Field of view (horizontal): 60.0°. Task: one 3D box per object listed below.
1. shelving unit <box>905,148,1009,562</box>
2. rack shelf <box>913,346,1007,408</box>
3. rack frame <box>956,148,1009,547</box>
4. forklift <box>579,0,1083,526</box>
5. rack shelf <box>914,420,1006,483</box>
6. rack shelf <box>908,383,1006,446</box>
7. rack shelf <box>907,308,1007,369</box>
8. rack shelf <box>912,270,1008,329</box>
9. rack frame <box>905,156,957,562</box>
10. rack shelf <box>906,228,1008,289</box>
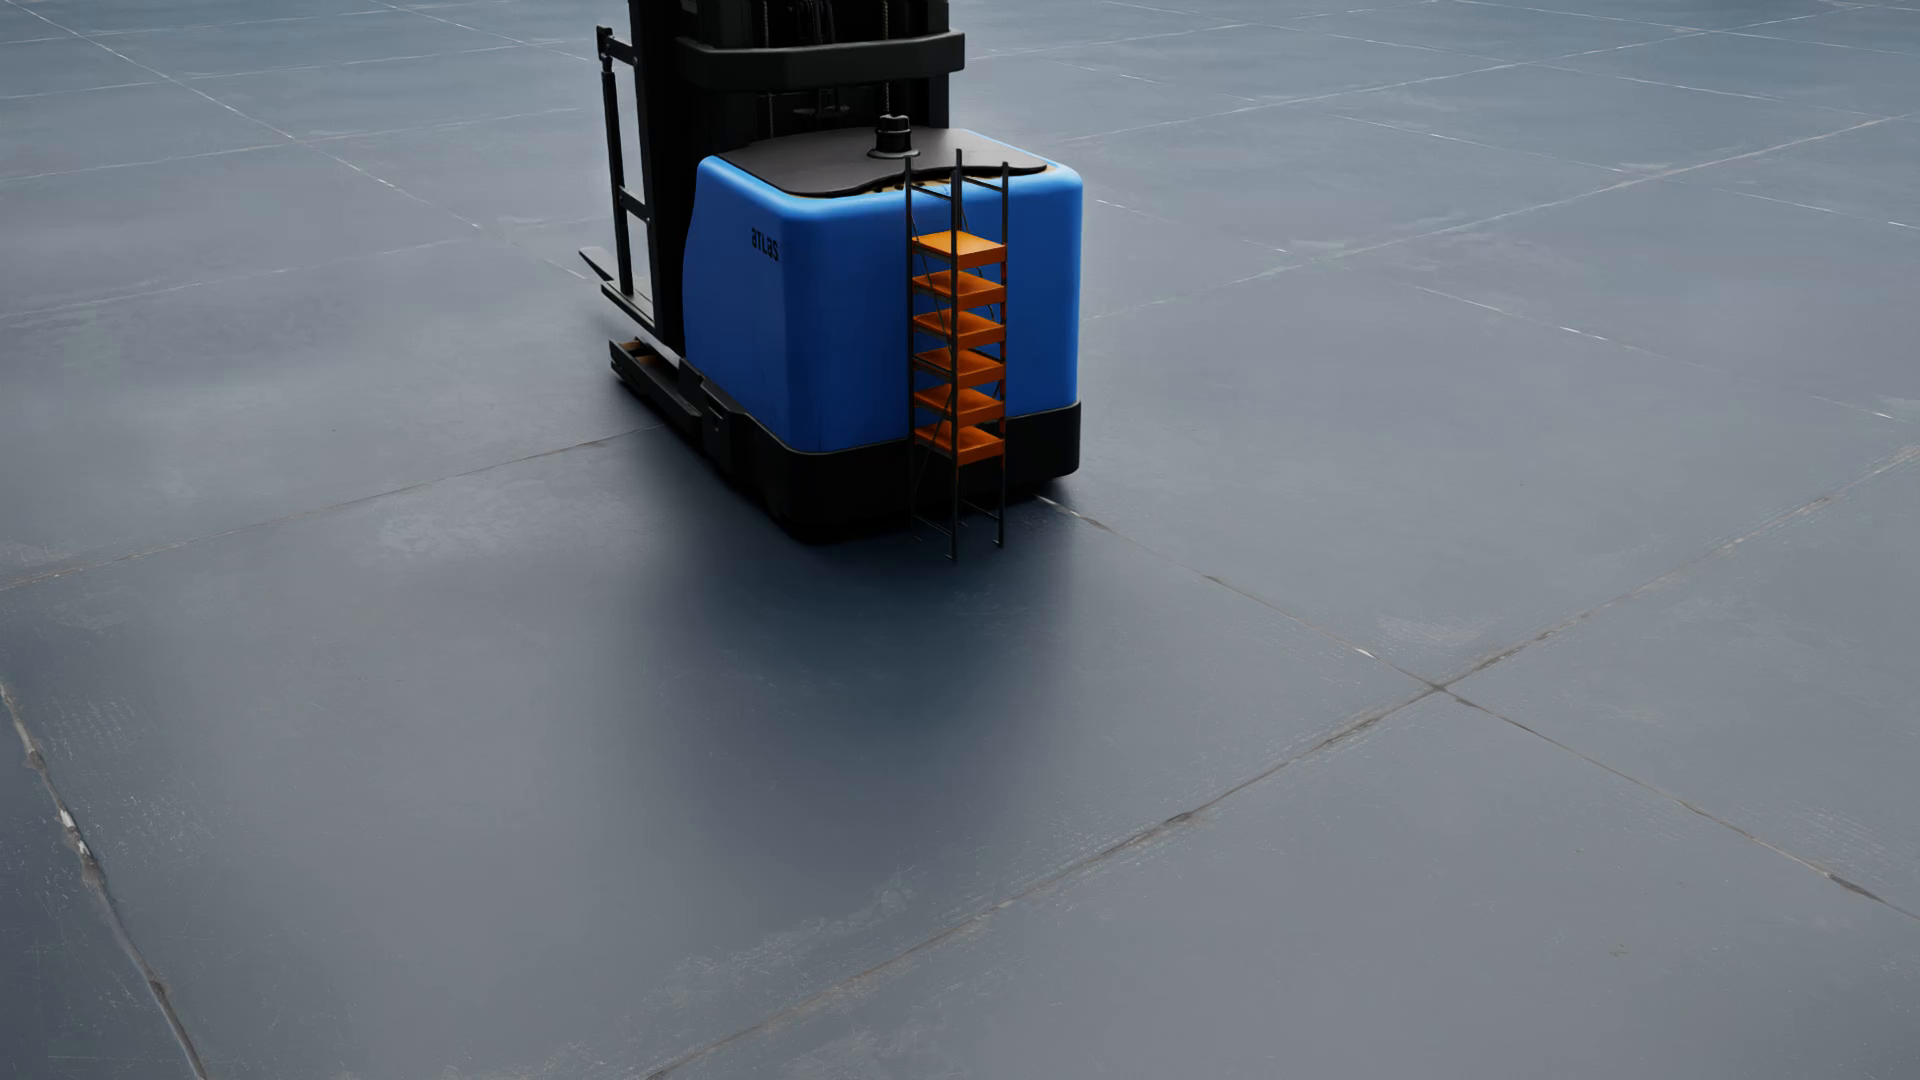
[{"bbox_3d":[-0.010,-0.539,4.986,0.189,1.200,0.258,-17,30,-33],"label":"shelving unit"},{"bbox_3d":[-0.010,-0.499,5.005,0.180,0.103,0.258,-17,30,-33],"label":"rack shelf"},{"bbox_3d":[0.063,-0.562,5.036,0.006,1.200,0.240,-17,30,-33],"label":"rack frame"},{"bbox_3d":[-0.731,-1.959,5.989,1.130,2.935,3.031,-13,28,-25],"label":"forklift"},{"bbox_3d":[-0.010,-0.281,5.105,0.180,0.103,0.258,-17,30,-33],"label":"rack shelf"},{"bbox_3d":[-0.010,-0.390,5.055,0.180,0.103,0.258,-17,30,-33],"label":"rack shelf"},{"bbox_3d":[-0.010,-0.608,4.954,0.180,0.103,0.258,-17,30,-33],"label":"rack shelf"},{"bbox_3d":[-0.010,-0.717,4.904,0.180,0.103,0.258,-17,30,-33],"label":"rack shelf"},{"bbox_3d":[-0.083,-0.516,4.936,0.006,1.200,0.240,-17,30,-33],"label":"rack frame"},{"bbox_3d":[-0.010,-0.826,4.854,0.180,0.103,0.258,-17,30,-33],"label":"rack shelf"}]
